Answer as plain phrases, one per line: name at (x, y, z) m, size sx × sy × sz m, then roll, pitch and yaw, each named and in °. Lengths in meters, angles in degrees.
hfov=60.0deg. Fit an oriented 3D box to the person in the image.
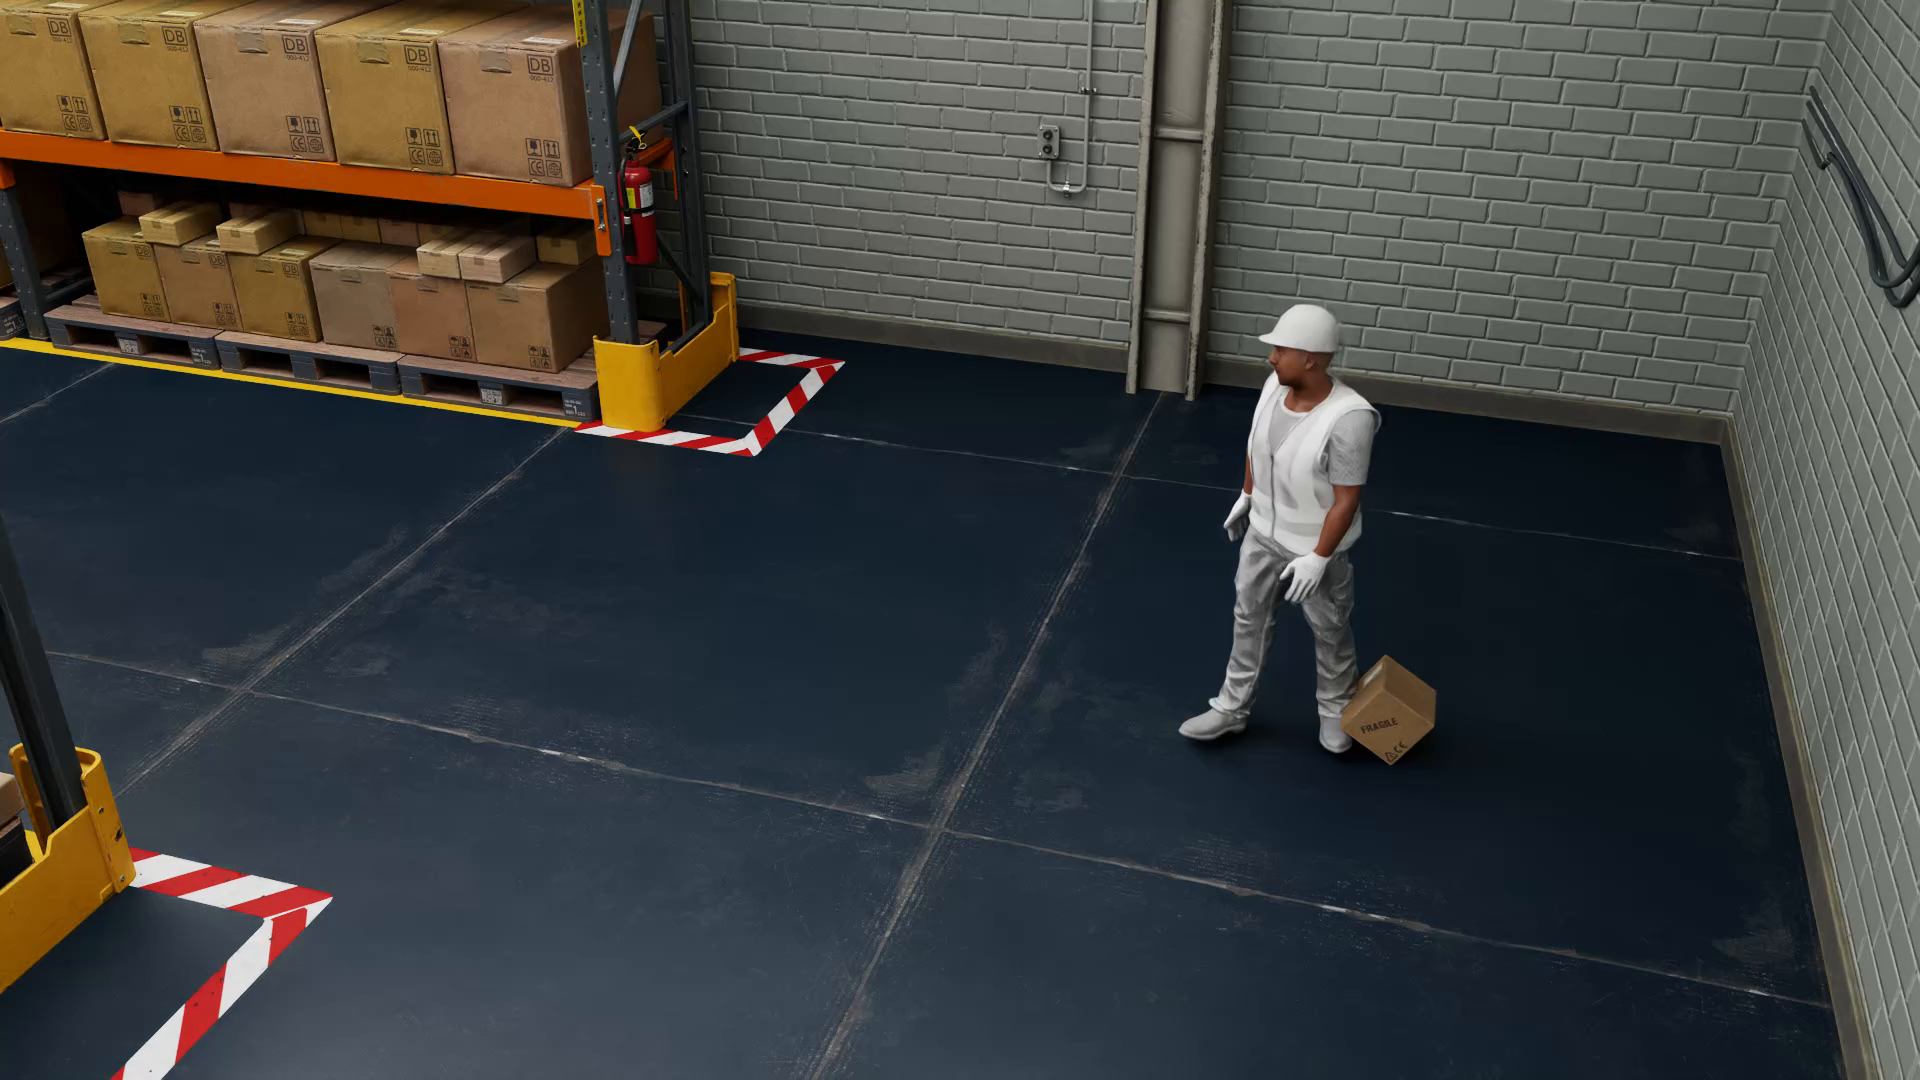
person at (1.196, -0.021, 6.105) m, size 0.653 × 1.780 × 0.638 m, roll -19°, pitch 34°, yaw -31°
